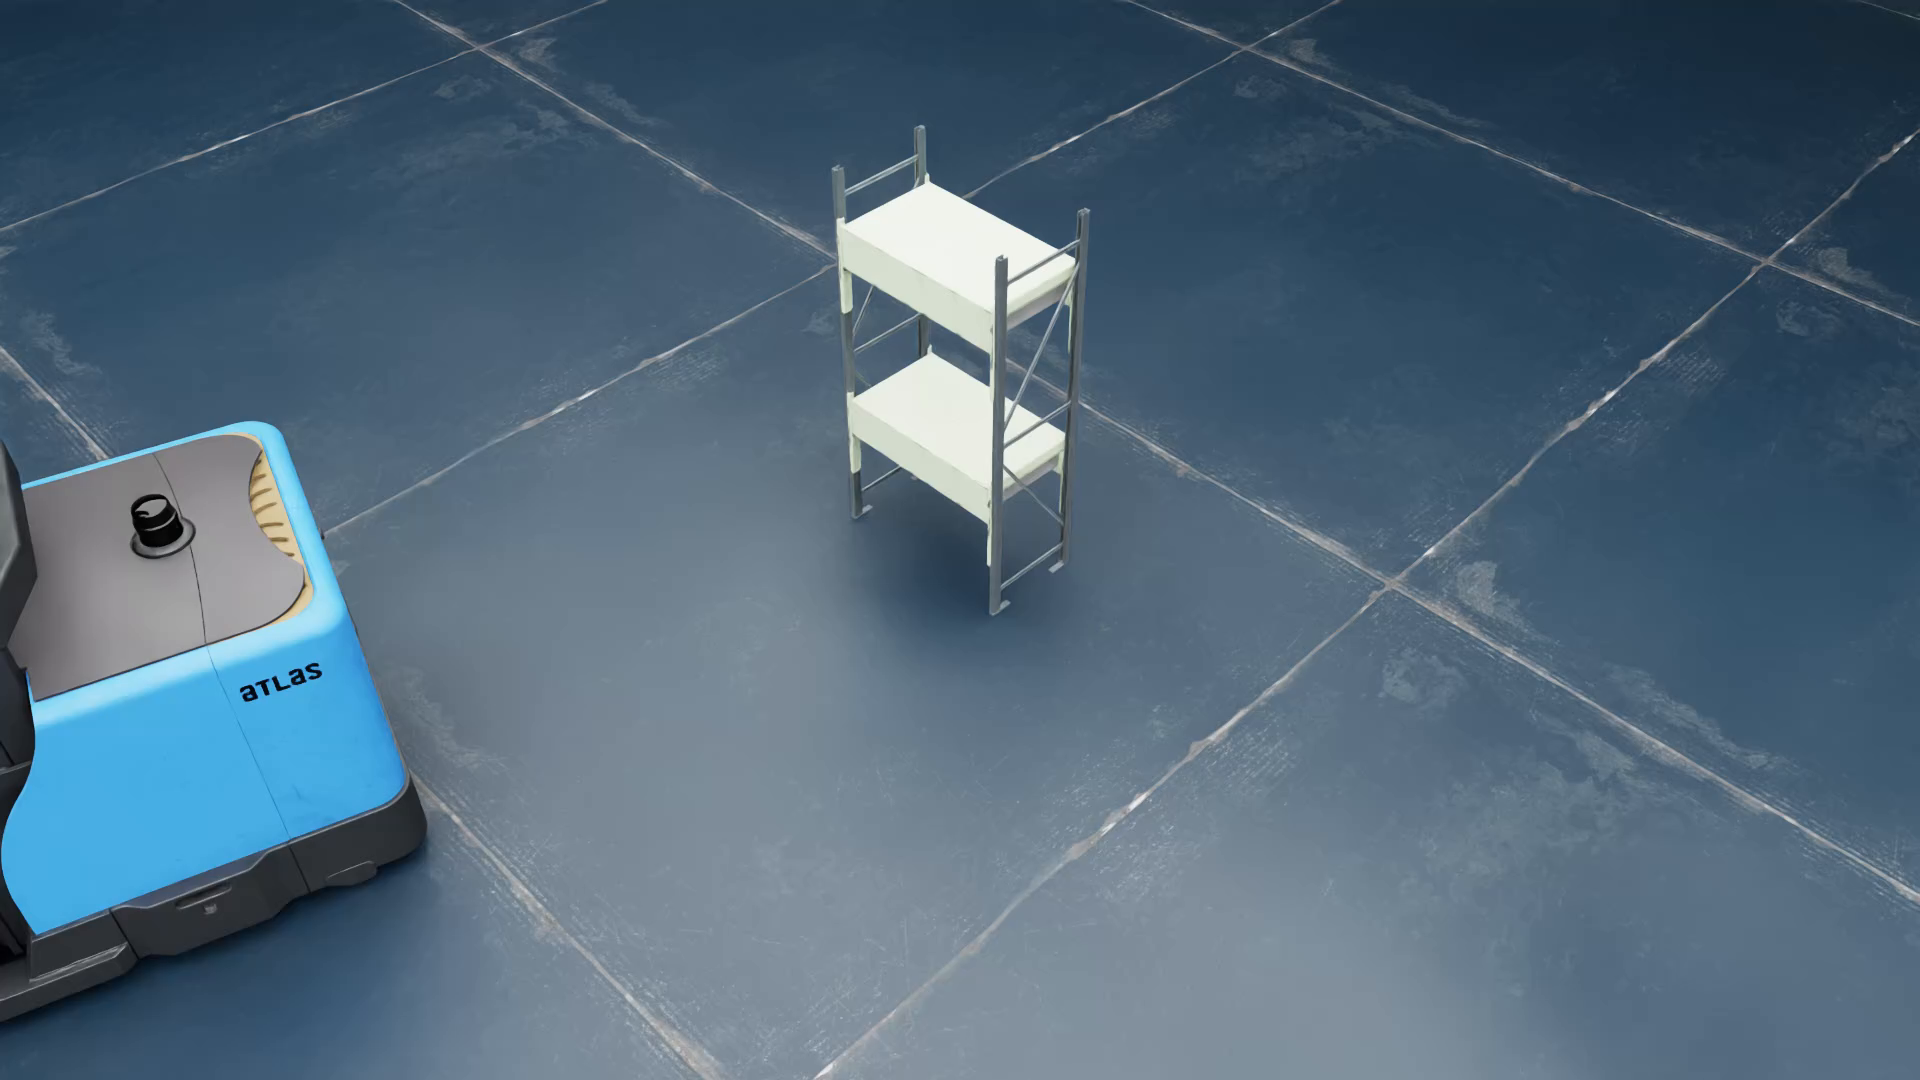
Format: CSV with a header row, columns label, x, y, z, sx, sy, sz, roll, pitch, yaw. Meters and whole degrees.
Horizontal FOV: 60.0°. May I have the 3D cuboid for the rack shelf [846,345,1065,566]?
label,x,y,z,sx,sy,sz,roll,pitch,yaw
rack shelf,-0.005,-0.315,5.966,0.431,0.370,0.720,-34,53,-31

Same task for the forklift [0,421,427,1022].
label,x,y,z,sx,sy,sz,roll,pitch,yaw
forklift,-3.201,0.086,3.997,3.031,2.935,1.130,-20,46,-20

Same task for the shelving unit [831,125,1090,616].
label,x,y,z,sx,sy,sz,roll,pitch,yaw
shelving unit,-0.005,-0.554,5.744,0.431,1.500,0.755,-34,53,-31

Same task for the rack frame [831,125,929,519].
label,x,y,z,sx,sy,sz,roll,pitch,yaw
rack frame,-0.263,-0.730,5.935,0.400,1.500,0.023,-34,53,-31

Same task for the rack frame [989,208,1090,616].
label,x,y,z,sx,sy,sz,roll,pitch,yaw
rack frame,0.254,-0.378,5.554,0.400,1.500,0.023,-34,53,-31

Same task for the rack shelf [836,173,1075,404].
label,x,y,z,sx,sy,sz,roll,pitch,yaw
rack shelf,-0.005,-0.841,5.480,0.431,0.370,0.720,-34,53,-31
